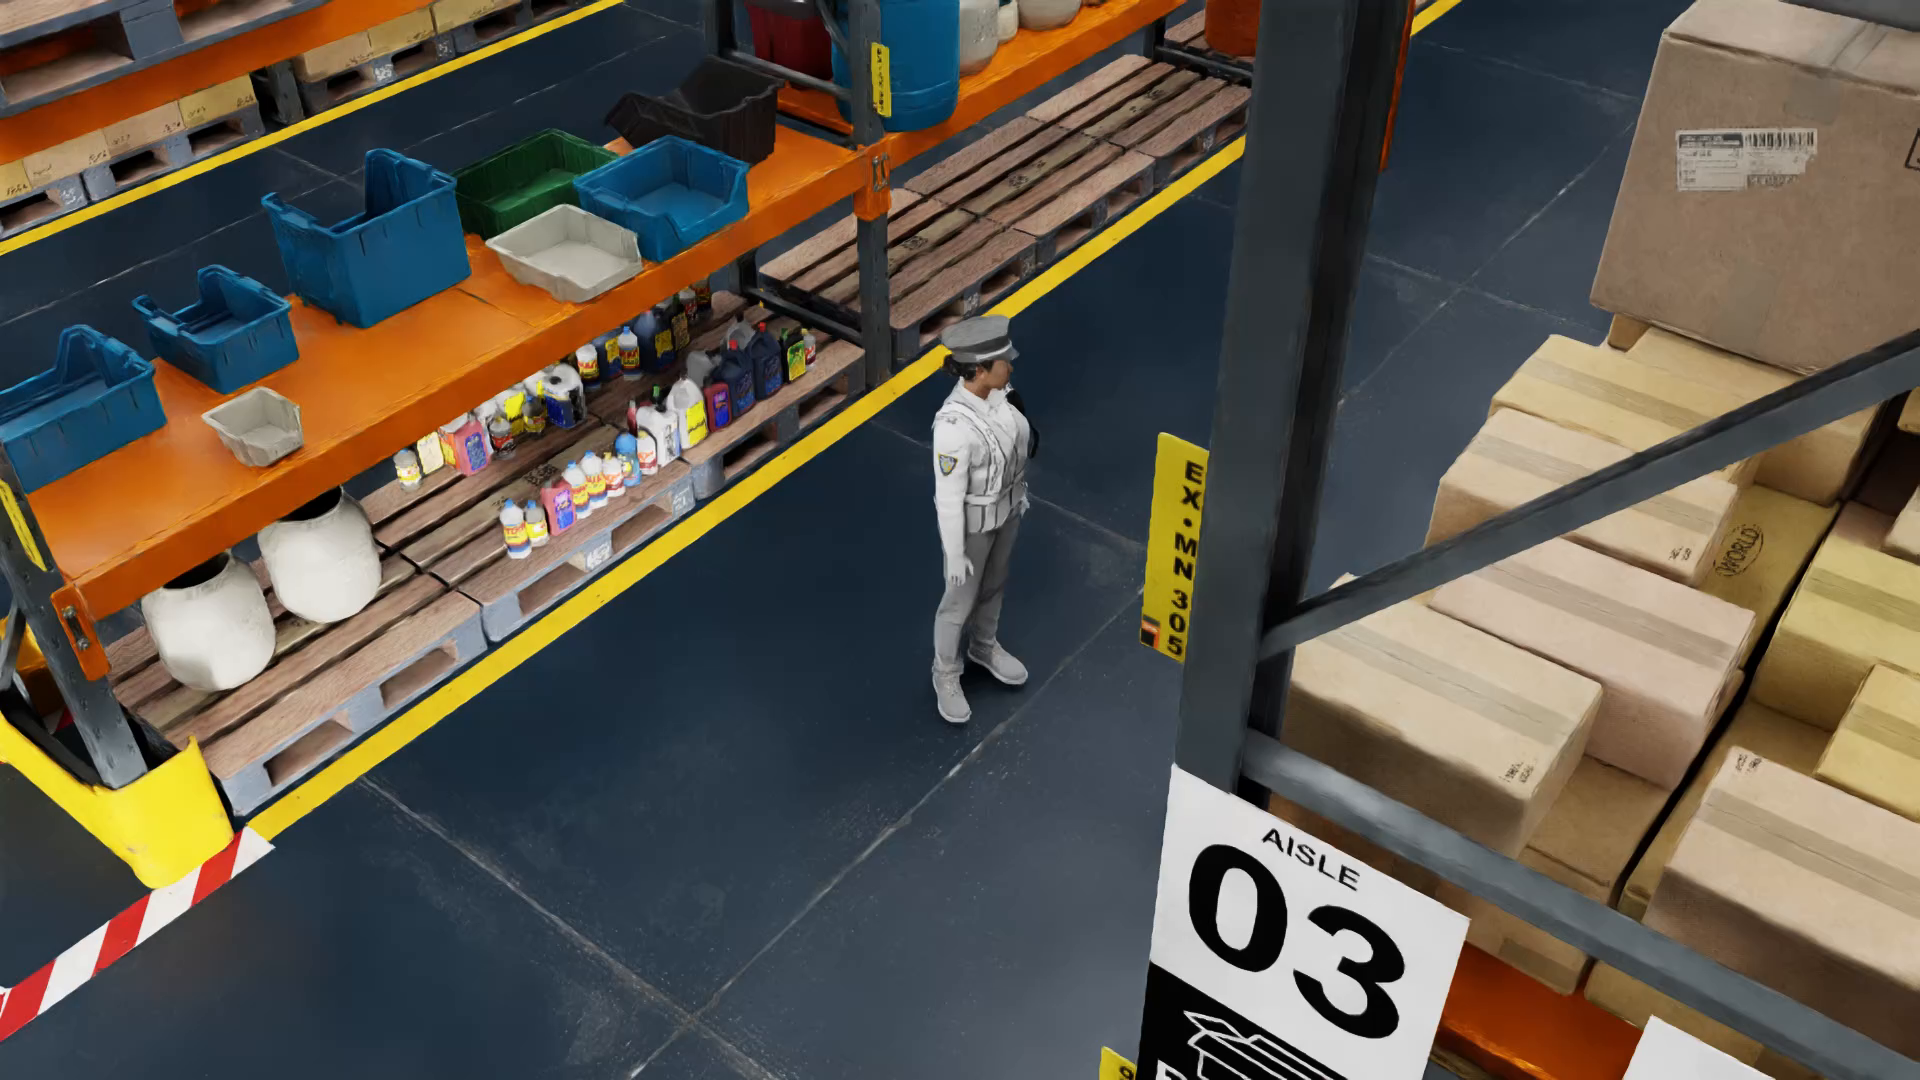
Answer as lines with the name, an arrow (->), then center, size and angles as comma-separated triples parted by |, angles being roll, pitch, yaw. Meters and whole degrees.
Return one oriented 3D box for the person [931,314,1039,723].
person -> 0.083, -0.086, 6.211 | 0.344, 1.687, 0.545 | 19, 43, 22
